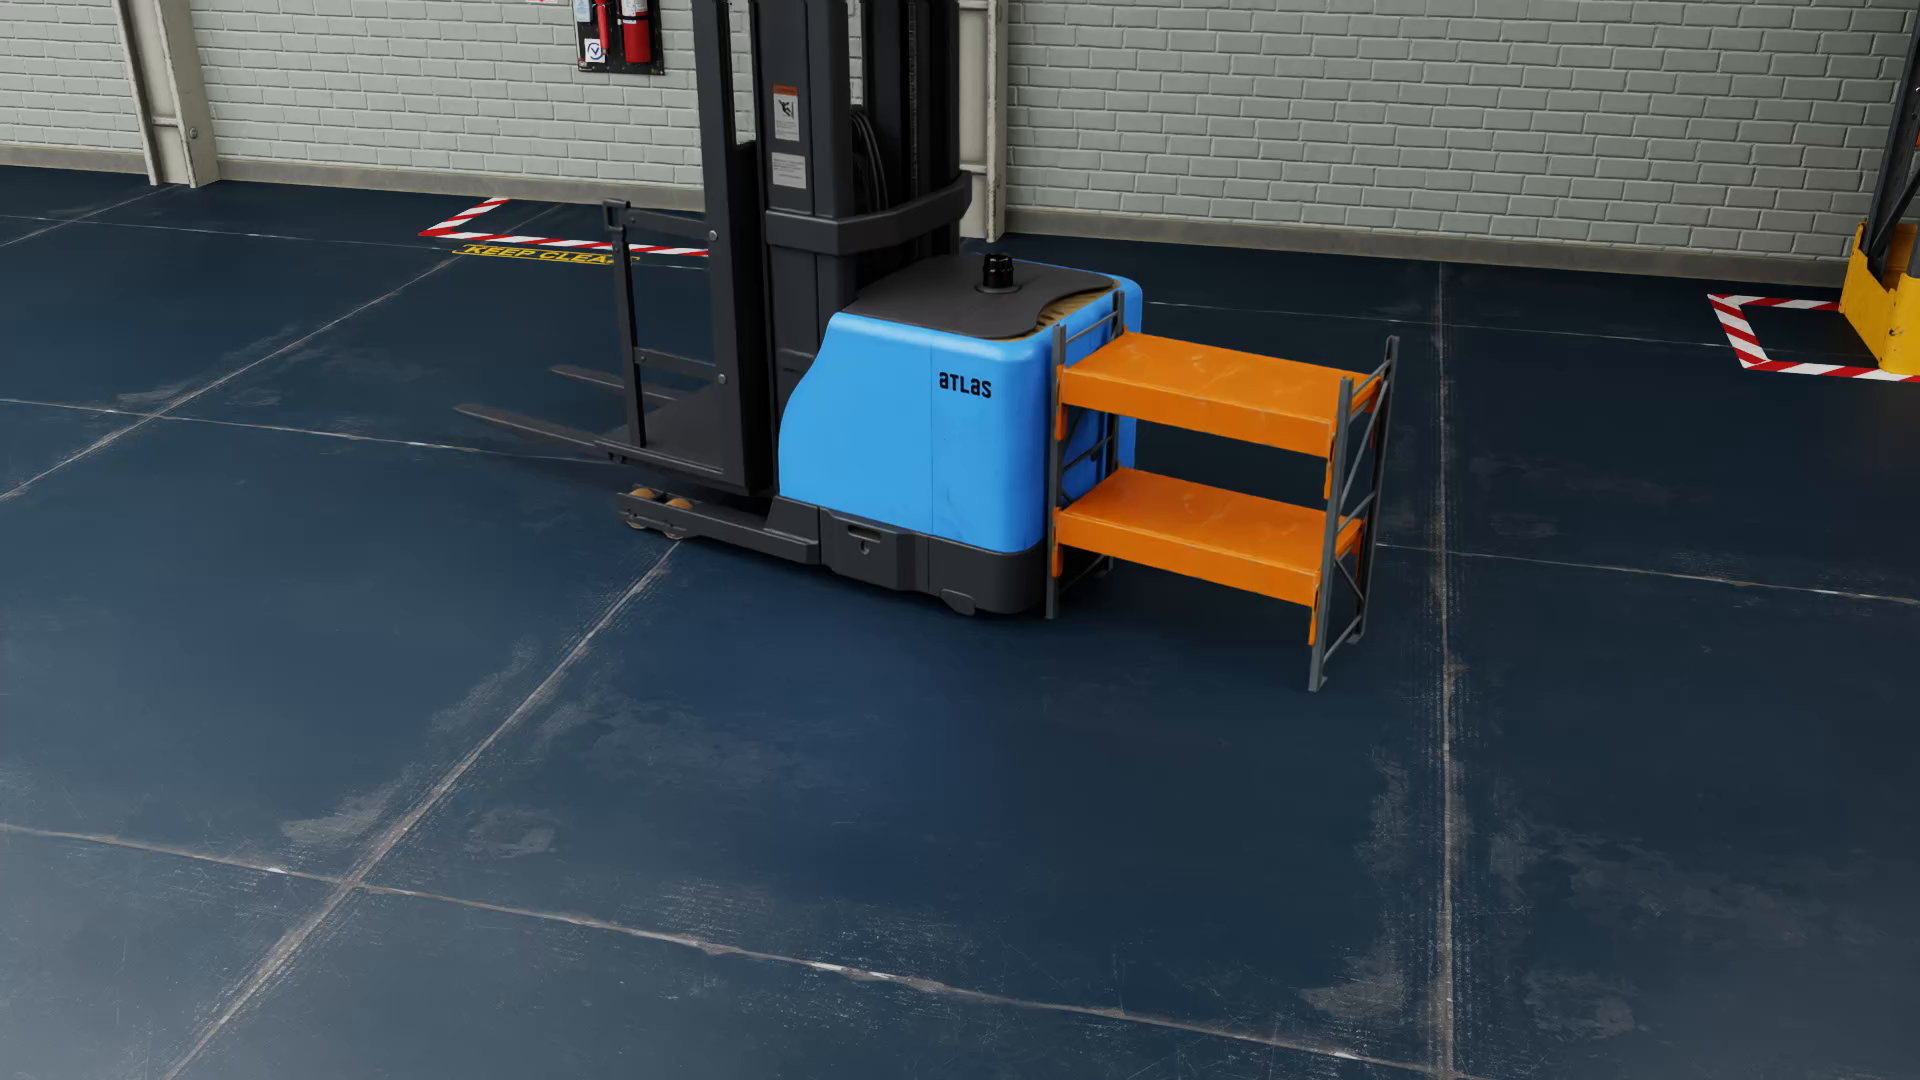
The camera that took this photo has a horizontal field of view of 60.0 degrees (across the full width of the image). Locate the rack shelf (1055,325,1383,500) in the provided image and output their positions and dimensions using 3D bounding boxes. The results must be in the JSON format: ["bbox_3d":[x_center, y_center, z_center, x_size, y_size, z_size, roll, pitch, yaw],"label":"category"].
[{"bbox_3d":[0.893,-0.460,5.726,1.000,0.278,0.538,15,29,28],"label":"rack shelf"}]

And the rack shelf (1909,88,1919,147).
[{"bbox_3d":[6.928,-1.906,8.101,4.000,0.370,1.077,6,26,13],"label":"rack shelf"}]

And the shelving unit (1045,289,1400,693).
[{"bbox_3d":[0.893,-0.195,5.852,1.048,1.125,0.538,15,29,28],"label":"shelving unit"}]

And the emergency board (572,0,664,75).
[{"bbox_3d":[-2.311,-3.653,10.933,0.643,1.169,0.194,6,26,13],"label":"emergency board"}]

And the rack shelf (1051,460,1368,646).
[{"bbox_3d":[0.893,0.025,5.957,1.000,0.278,0.538,15,29,28],"label":"rack shelf"}]

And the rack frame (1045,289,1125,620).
[{"bbox_3d":[0.458,-0.308,6.089,0.032,1.125,0.500,15,29,28],"label":"rack frame"}]

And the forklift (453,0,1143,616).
[{"bbox_3d":[-0.816,-1.502,6.495,3.031,2.935,1.130,15,29,28],"label":"forklift"}]

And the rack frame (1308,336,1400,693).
[{"bbox_3d":[1.328,-0.082,5.614,0.032,1.125,0.500,15,29,28],"label":"rack frame"}]

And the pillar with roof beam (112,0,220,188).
[{"bbox_3d":[-6.810,-4.931,6.639,0.400,9.000,9.100,6,26,13],"label":"pillar with roof beam"}]

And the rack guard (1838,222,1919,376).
[{"bbox_3d":[5.064,-1.308,8.916,0.348,0.500,1.175,6,26,13],"label":"rack guard"}]

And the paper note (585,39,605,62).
[{"bbox_3d":[-2.465,-3.303,11.223,0.142,0.148,0.016,6,26,13],"label":"paper note"}]

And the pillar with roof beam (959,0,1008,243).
[{"bbox_3d":[-0.999,-4.289,5.290,0.400,9.000,9.100,6,26,13],"label":"pillar with roof beam"}]

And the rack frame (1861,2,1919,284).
[{"bbox_3d":[4.991,-2.445,8.396,0.127,3.000,1.000,6,26,13],"label":"rack frame"}]

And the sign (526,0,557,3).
[{"bbox_3d":[-2.820,-3.771,11.140,0.234,0.329,0.001,6,26,13],"label":"sign"}]
